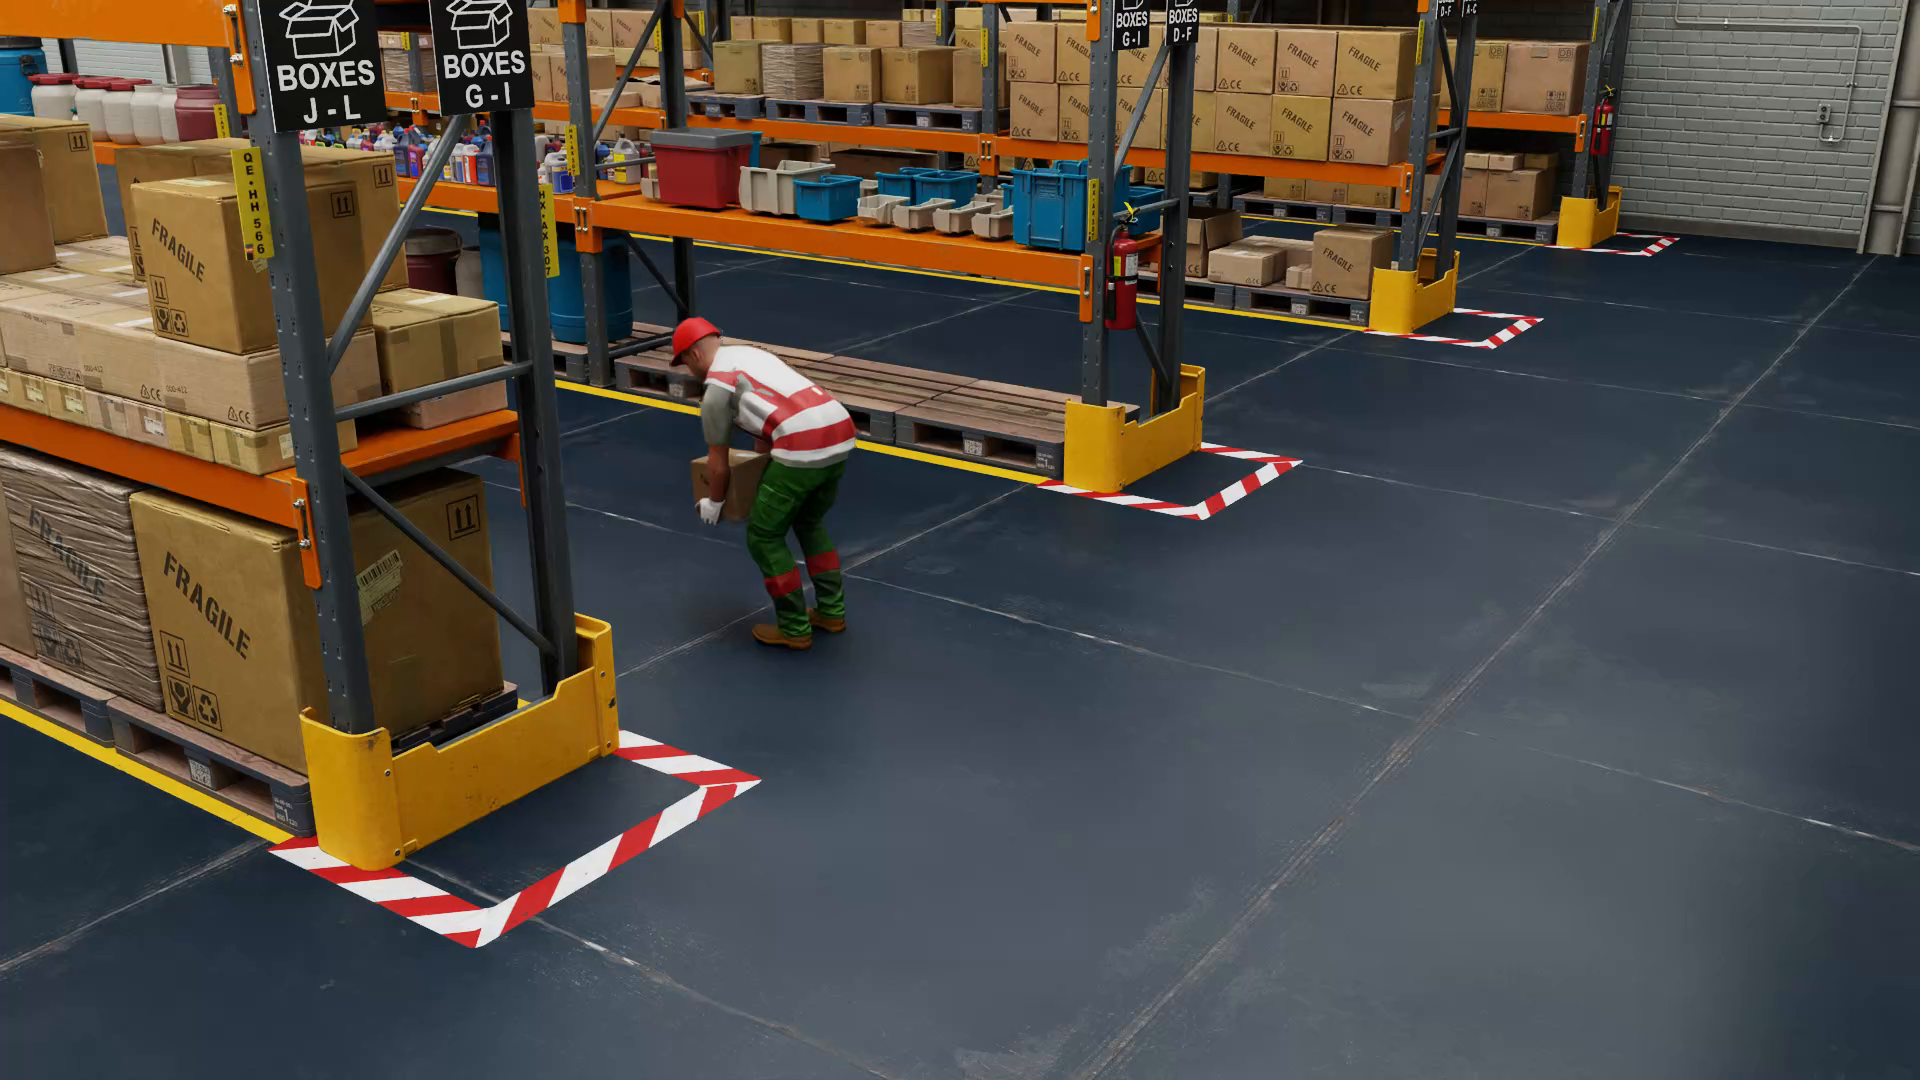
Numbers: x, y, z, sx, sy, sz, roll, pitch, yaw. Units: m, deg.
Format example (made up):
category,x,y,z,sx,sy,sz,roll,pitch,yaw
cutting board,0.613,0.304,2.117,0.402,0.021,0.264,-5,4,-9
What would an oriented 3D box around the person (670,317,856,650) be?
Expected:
category,x,y,z,sx,sy,sz,roll,pitch,yaw
person,-0.879,-0.267,7.369,0.888,1.393,0.496,12,23,30
